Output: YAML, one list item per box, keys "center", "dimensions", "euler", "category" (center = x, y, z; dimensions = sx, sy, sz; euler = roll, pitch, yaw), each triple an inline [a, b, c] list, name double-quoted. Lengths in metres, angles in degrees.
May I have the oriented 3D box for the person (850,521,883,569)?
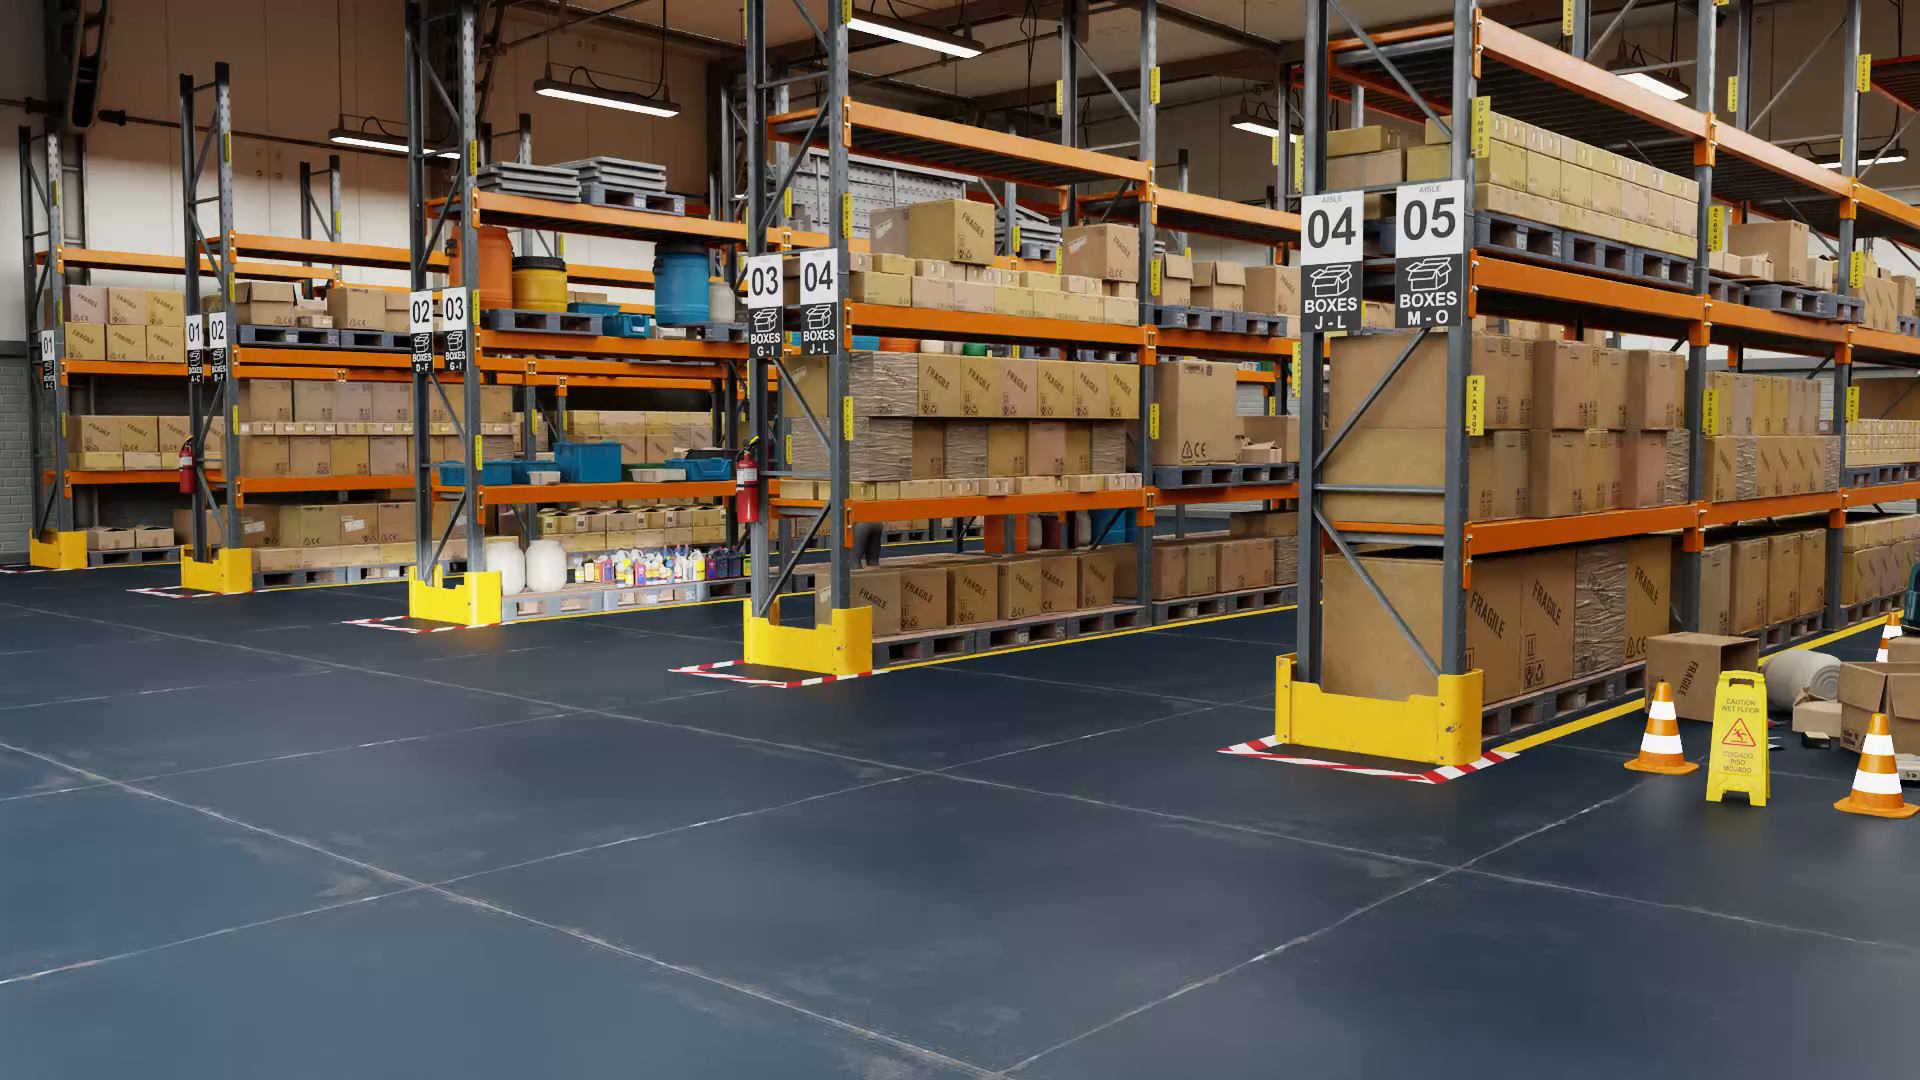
- center: [-1.030, -0.128, 17.536]
  dimensions: [0.403, 1.654, 0.531]
  euler: [3, 5, 37]
  category: "person"
